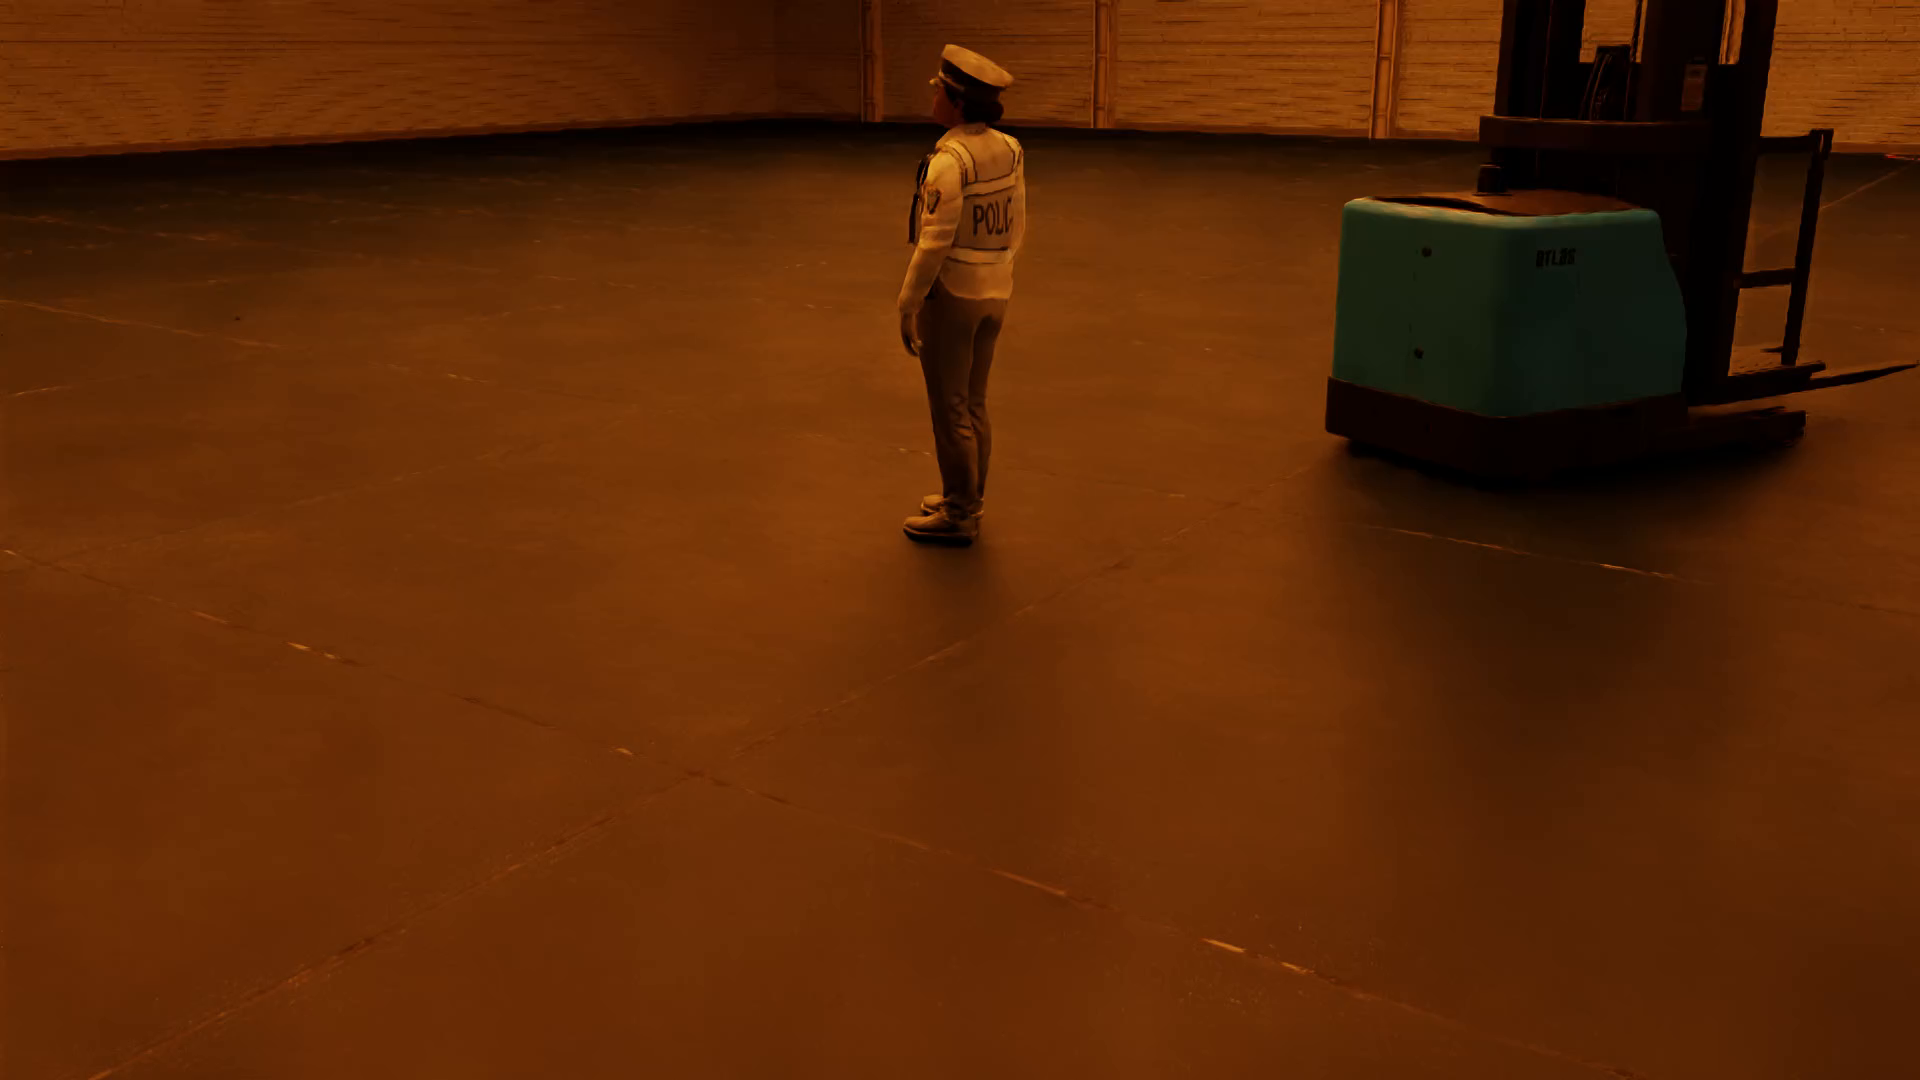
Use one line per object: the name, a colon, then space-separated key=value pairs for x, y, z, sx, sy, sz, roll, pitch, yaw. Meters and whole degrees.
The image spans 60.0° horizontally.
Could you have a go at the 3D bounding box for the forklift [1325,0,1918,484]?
forklift: x=3.144 y=-1.914 z=7.233 sx=3.031 sy=2.935 sz=1.130 roll=-9 pitch=19 yaw=-28

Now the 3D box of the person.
person: x=-0.052 y=-0.832 z=5.746 sx=0.532 sy=1.695 sz=0.586 roll=11 pitch=20 yaw=33
